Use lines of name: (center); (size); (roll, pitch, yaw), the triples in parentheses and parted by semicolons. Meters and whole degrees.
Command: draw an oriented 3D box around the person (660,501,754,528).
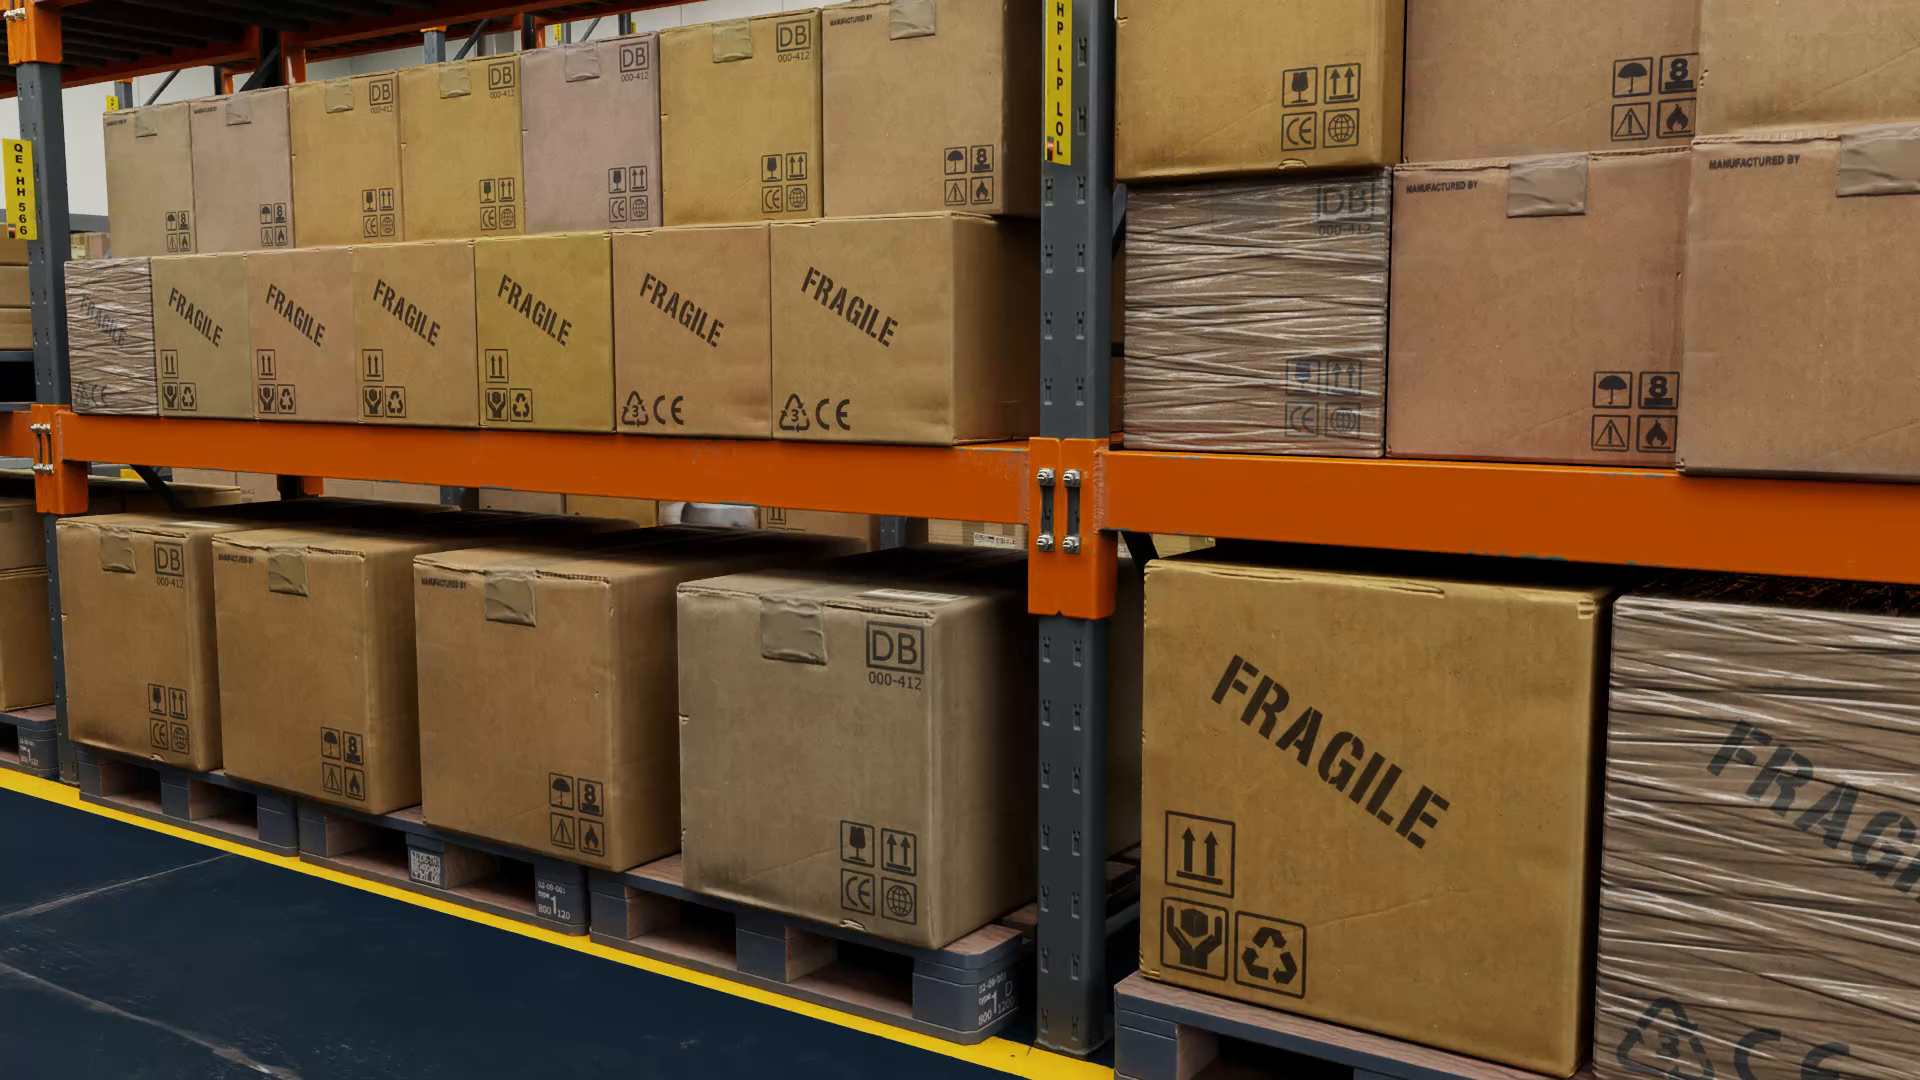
person: (-1.002, -0.053, 6.598); (0.357, 1.728, 0.473); (4, 8, 34)
